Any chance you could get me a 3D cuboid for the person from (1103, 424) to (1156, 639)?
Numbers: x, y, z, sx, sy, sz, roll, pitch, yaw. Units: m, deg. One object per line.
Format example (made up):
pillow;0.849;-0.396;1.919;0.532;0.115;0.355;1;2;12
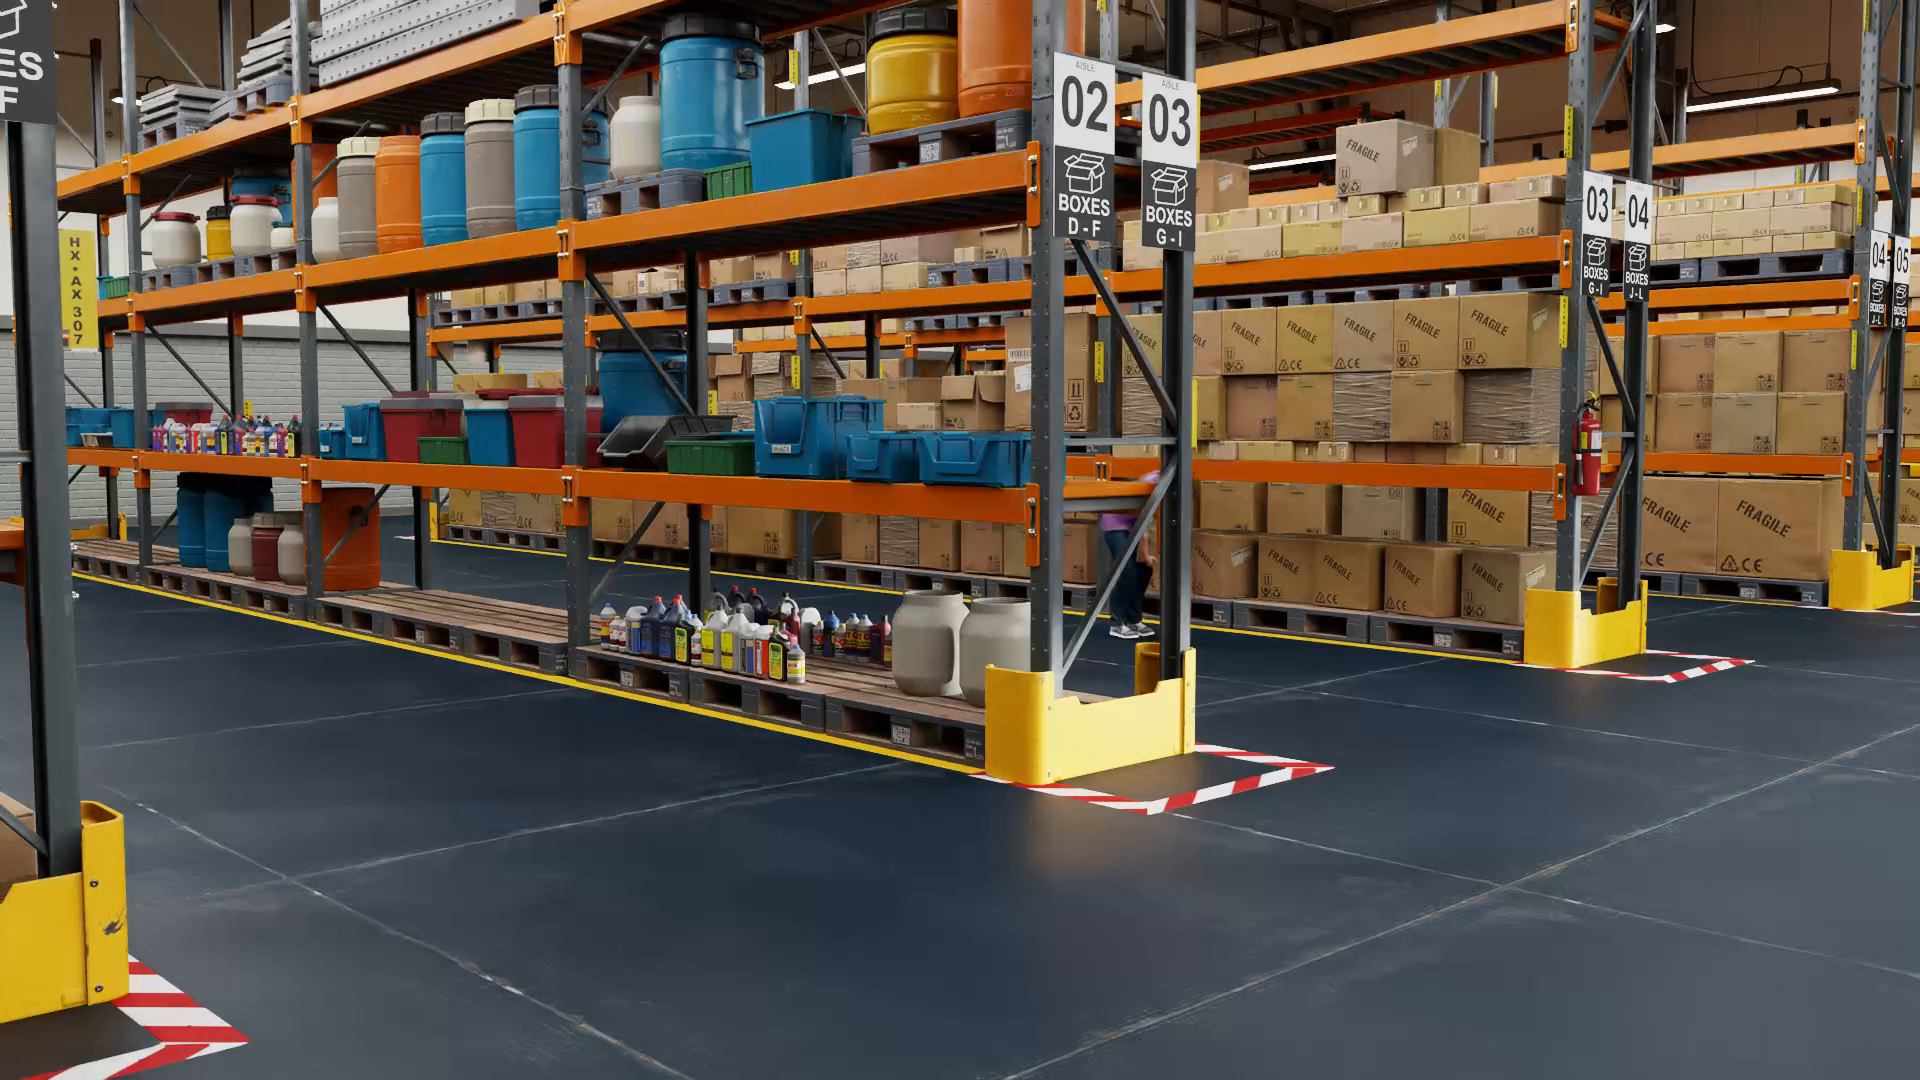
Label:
person;1.306;-0.065;12.289;0.373;1.588;0.518;-4;6;-44
